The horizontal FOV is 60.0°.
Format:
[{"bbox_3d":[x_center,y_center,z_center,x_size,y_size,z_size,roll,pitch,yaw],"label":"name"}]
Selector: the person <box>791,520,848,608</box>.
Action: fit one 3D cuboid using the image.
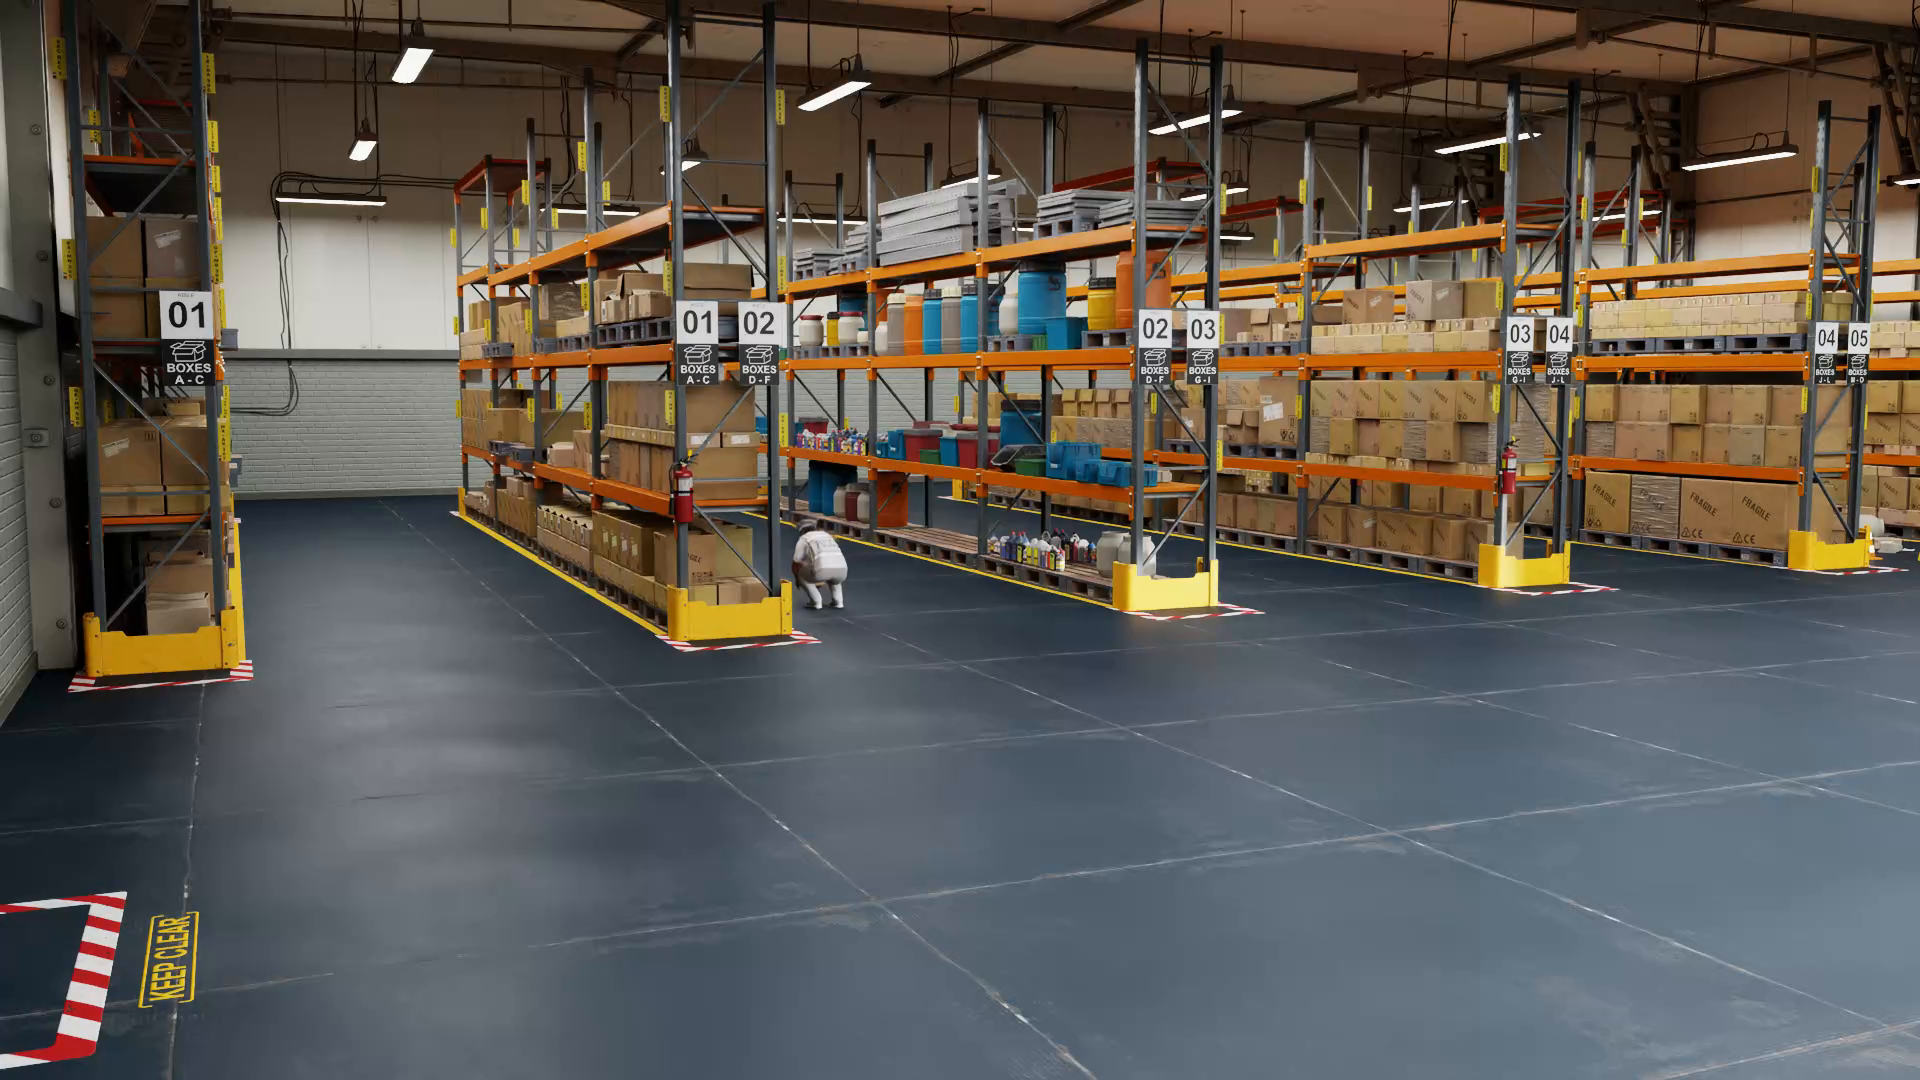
[{"bbox_3d":[-1.537,0.264,18.104,0.499,0.938,0.848,-2,6,-24],"label":"person"}]
